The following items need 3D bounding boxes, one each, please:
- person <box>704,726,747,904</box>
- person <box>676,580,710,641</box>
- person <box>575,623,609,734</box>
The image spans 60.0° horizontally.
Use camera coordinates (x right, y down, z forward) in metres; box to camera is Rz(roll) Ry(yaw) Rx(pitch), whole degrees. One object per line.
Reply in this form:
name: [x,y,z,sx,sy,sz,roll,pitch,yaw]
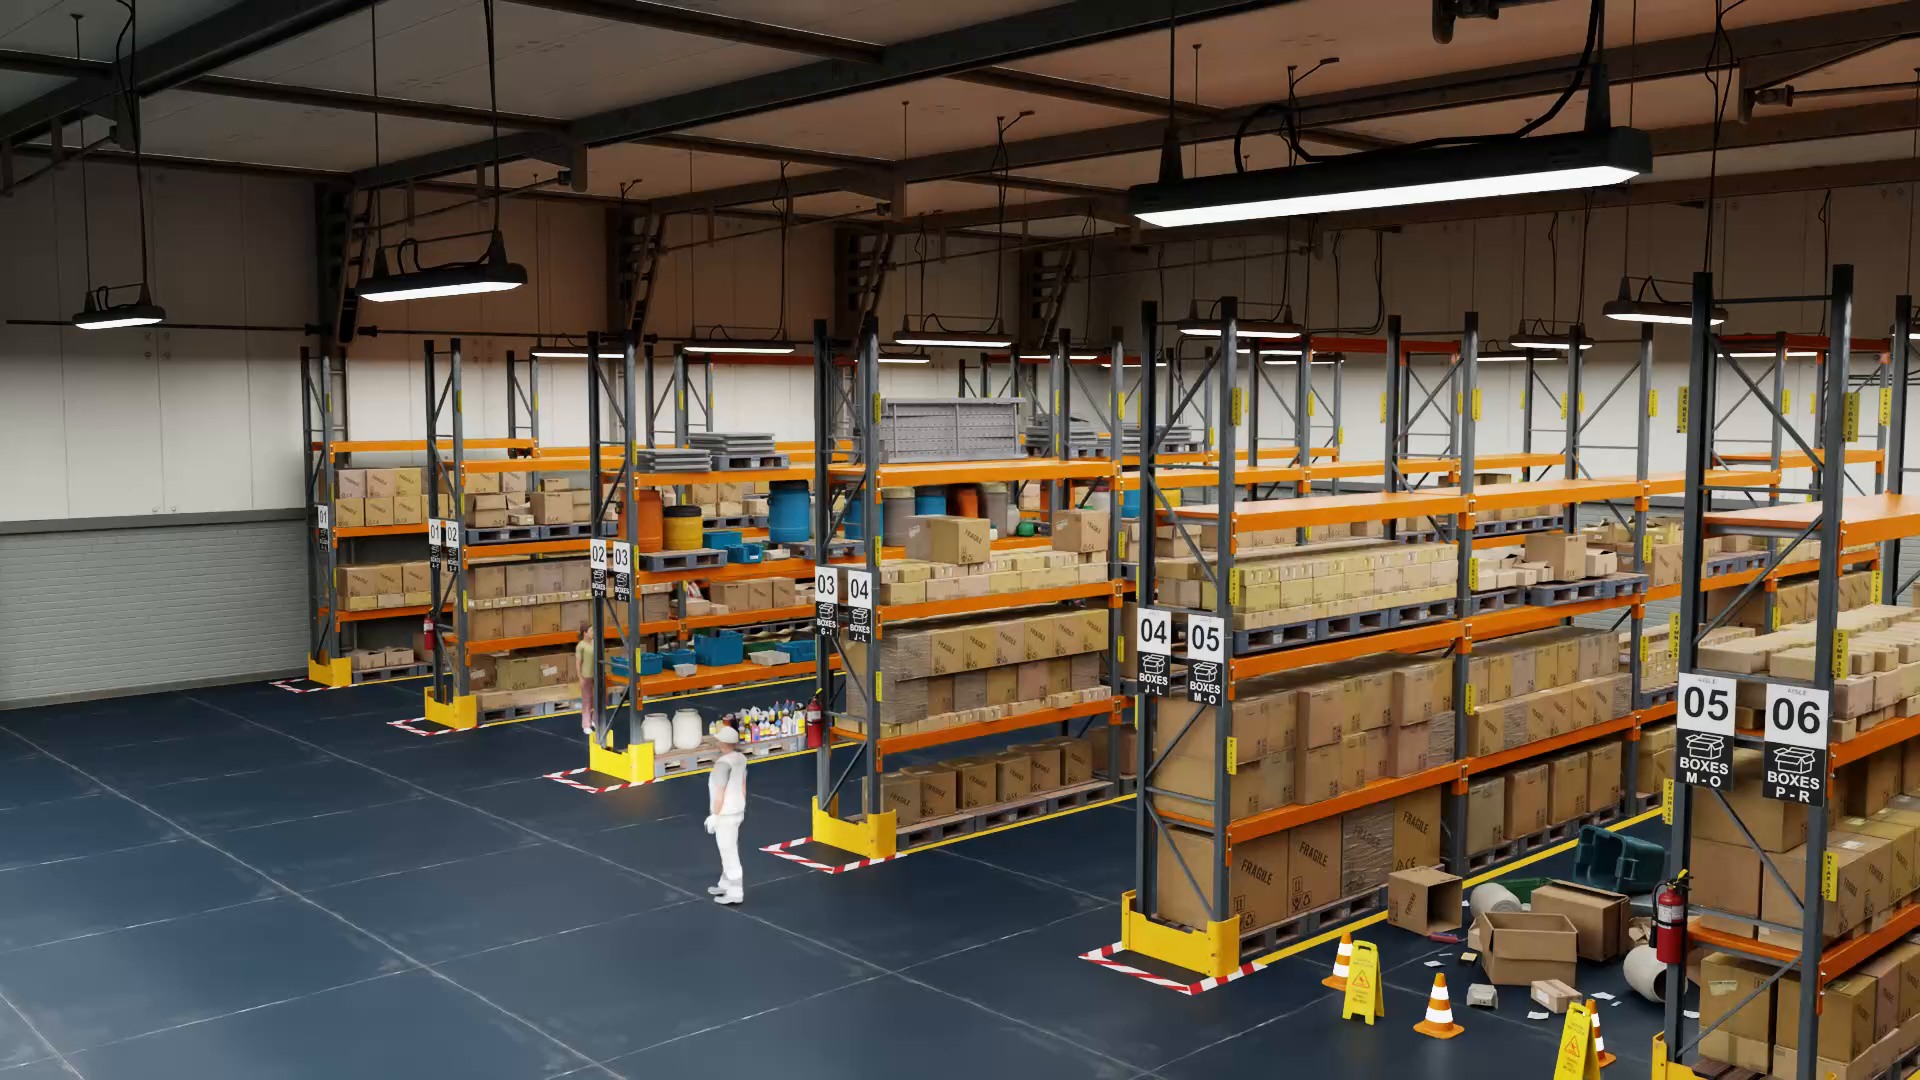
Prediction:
person: [-2.427,2.781,16.898,0.504,1.804,0.591,1,5,15]
person: [-5.256,1.415,33.149,0.885,1.674,0.549,1,5,10]
person: [-5.637,2.121,25.393,0.504,1.714,0.409,-5,7,-44]
